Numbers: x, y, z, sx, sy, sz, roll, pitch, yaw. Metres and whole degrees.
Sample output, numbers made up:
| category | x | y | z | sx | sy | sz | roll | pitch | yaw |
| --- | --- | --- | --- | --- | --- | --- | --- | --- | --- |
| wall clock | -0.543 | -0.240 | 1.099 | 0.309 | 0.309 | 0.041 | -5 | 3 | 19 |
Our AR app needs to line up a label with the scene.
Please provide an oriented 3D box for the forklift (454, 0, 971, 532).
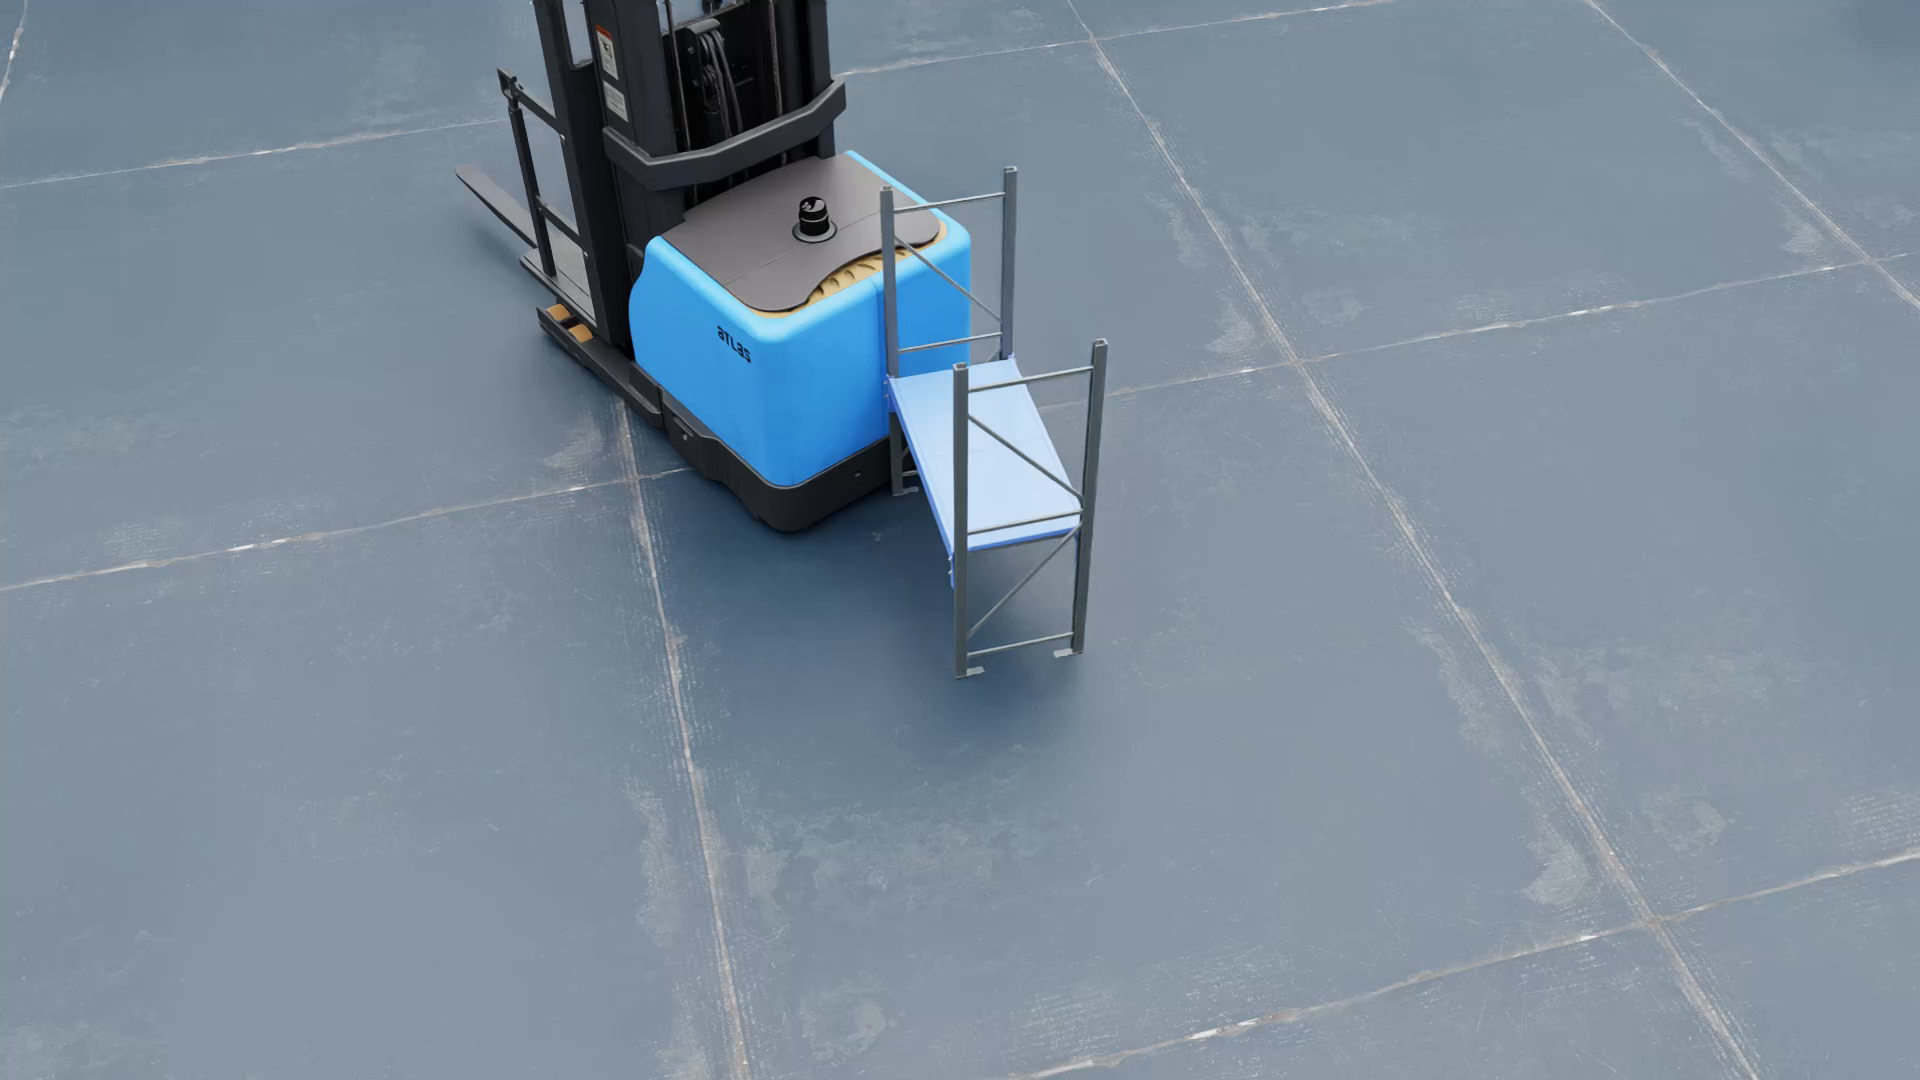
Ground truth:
| category | x | y | z | sx | sy | sz | roll | pitch | yaw |
| --- | --- | --- | --- | --- | --- | --- | --- | --- | --- |
| forklift | -1.277 | -2.045 | 6.701 | 1.130 | 2.935 | 3.031 | -31 | 53 | -27 |

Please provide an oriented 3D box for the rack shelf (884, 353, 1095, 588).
| category | x | y | z | sx | sy | sz | roll | pitch | yaw |
| --- | --- | --- | --- | --- | --- | --- | --- | --- | --- |
| rack shelf | 0.092 | -0.283 | 6.229 | 0.538 | 0.185 | 1.000 | -11 | 47 | -10 |

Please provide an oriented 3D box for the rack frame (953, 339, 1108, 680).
| category | x | y | z | sx | sy | sz | roll | pitch | yaw |
| --- | --- | --- | --- | --- | --- | --- | --- | --- | --- |
| rack frame | 0.223 | -0.058 | 5.757 | 0.500 | 1.500 | 0.032 | -11 | 47 | -10 |

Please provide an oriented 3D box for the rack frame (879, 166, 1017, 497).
| category | x | y | z | sx | sy | sz | roll | pitch | yaw |
| --- | --- | --- | --- | --- | --- | --- | --- | --- | --- |
| rack frame | -0.040 | -0.760 | 6.444 | 0.500 | 1.500 | 0.032 | -11 | 47 | -10 |

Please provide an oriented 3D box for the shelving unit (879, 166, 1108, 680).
| category | x | y | z | sx | sy | sz | roll | pitch | yaw |
| --- | --- | --- | --- | --- | --- | --- | --- | --- | --- |
| shelving unit | 0.092 | -0.409 | 6.101 | 0.538 | 1.500 | 1.048 | -11 | 47 | -10 |
